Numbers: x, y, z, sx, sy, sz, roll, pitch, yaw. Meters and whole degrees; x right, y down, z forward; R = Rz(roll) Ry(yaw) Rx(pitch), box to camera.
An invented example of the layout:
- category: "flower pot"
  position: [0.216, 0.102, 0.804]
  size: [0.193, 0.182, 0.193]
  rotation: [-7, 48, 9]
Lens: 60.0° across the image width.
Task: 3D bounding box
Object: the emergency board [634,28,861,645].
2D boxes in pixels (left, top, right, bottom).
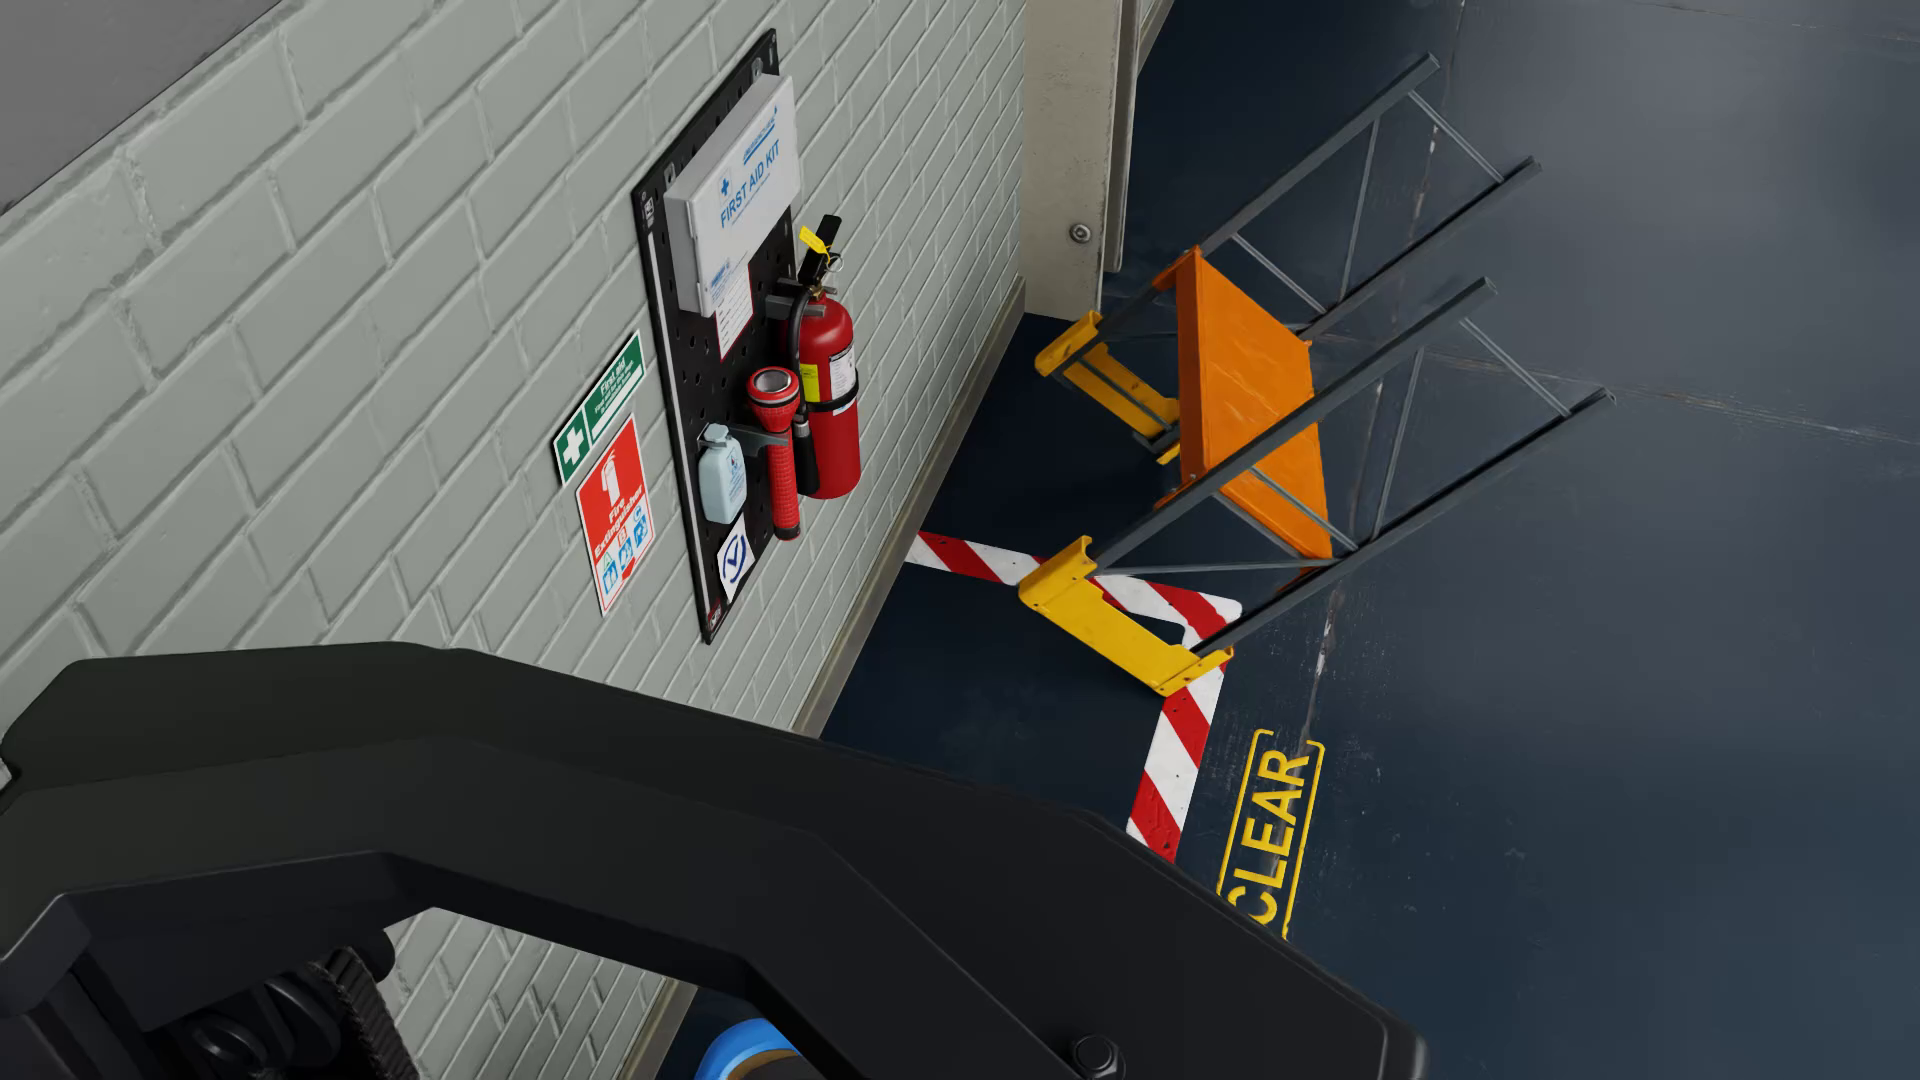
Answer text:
- category: "emergency board"
  position: [-0.377, -0.379, 3.493]
  size: [0.194, 1.169, 0.643]
  rotation: [13, 46, 13]

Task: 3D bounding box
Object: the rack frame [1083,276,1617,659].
- category: "rack frame"
  position: [0.871, -0.081, 4.247]
  size: [0.500, 1.500, 0.032]
  rotation: [34, 39, -25]

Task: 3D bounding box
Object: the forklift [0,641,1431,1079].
- category: "forklift"
  position: [-0.387, 1.620, 1.499]
  size: [1.130, 2.935, 3.031]
  rotation: [13, 46, 13]

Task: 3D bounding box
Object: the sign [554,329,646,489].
- category: "sign"
  position: [-0.633, -0.236, 2.942]
  size: [0.001, 0.109, 0.331]
  rotation: [13, 46, 13]

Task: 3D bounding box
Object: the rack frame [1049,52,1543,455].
- category: "rack frame"
  position: [0.949, -0.794, 4.968]
  size: [0.500, 1.500, 0.032]
  rotation: [34, 39, -25]

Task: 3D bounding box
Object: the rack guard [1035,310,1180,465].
- category: "rack guard"
  position: [0.540, -0.480, 5.321]
  size: [0.587, 0.250, 0.087]
  rotation: [34, 39, -25]

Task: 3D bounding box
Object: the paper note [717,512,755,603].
- category: "paper note"
  position: [-0.496, 0.039, 3.695]
  size: [0.016, 0.148, 0.142]
  rotation: [13, 46, 13]

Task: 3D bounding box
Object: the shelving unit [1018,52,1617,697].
- category: "shelving unit"
  position: [0.911, -0.444, 4.614]
  size: [0.587, 1.500, 1.083]
  rotation: [34, 39, -25]

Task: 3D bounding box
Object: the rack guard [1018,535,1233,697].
- category: "rack guard"
  position: [0.464, 0.219, 4.615]
  size: [0.587, 0.250, 0.087]
  rotation: [34, 39, -25]

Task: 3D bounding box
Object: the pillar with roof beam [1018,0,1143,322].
- category: "pillar with roof beam"
  position: [4.511, -3.251, 2.138]
  size: [9.100, 9.000, 0.400]
  rotation: [13, 46, 13]

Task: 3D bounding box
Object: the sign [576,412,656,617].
- category: "sign"
  position: [-0.643, -0.045, 3.126]
  size: [0.001, 0.329, 0.234]
  rotation: [13, 46, 13]

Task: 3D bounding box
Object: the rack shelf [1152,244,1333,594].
- category: "rack shelf"
  position: [0.792, -0.347, 4.709]
  size: [0.538, 0.185, 1.000]
  rotation: [34, 39, -25]
